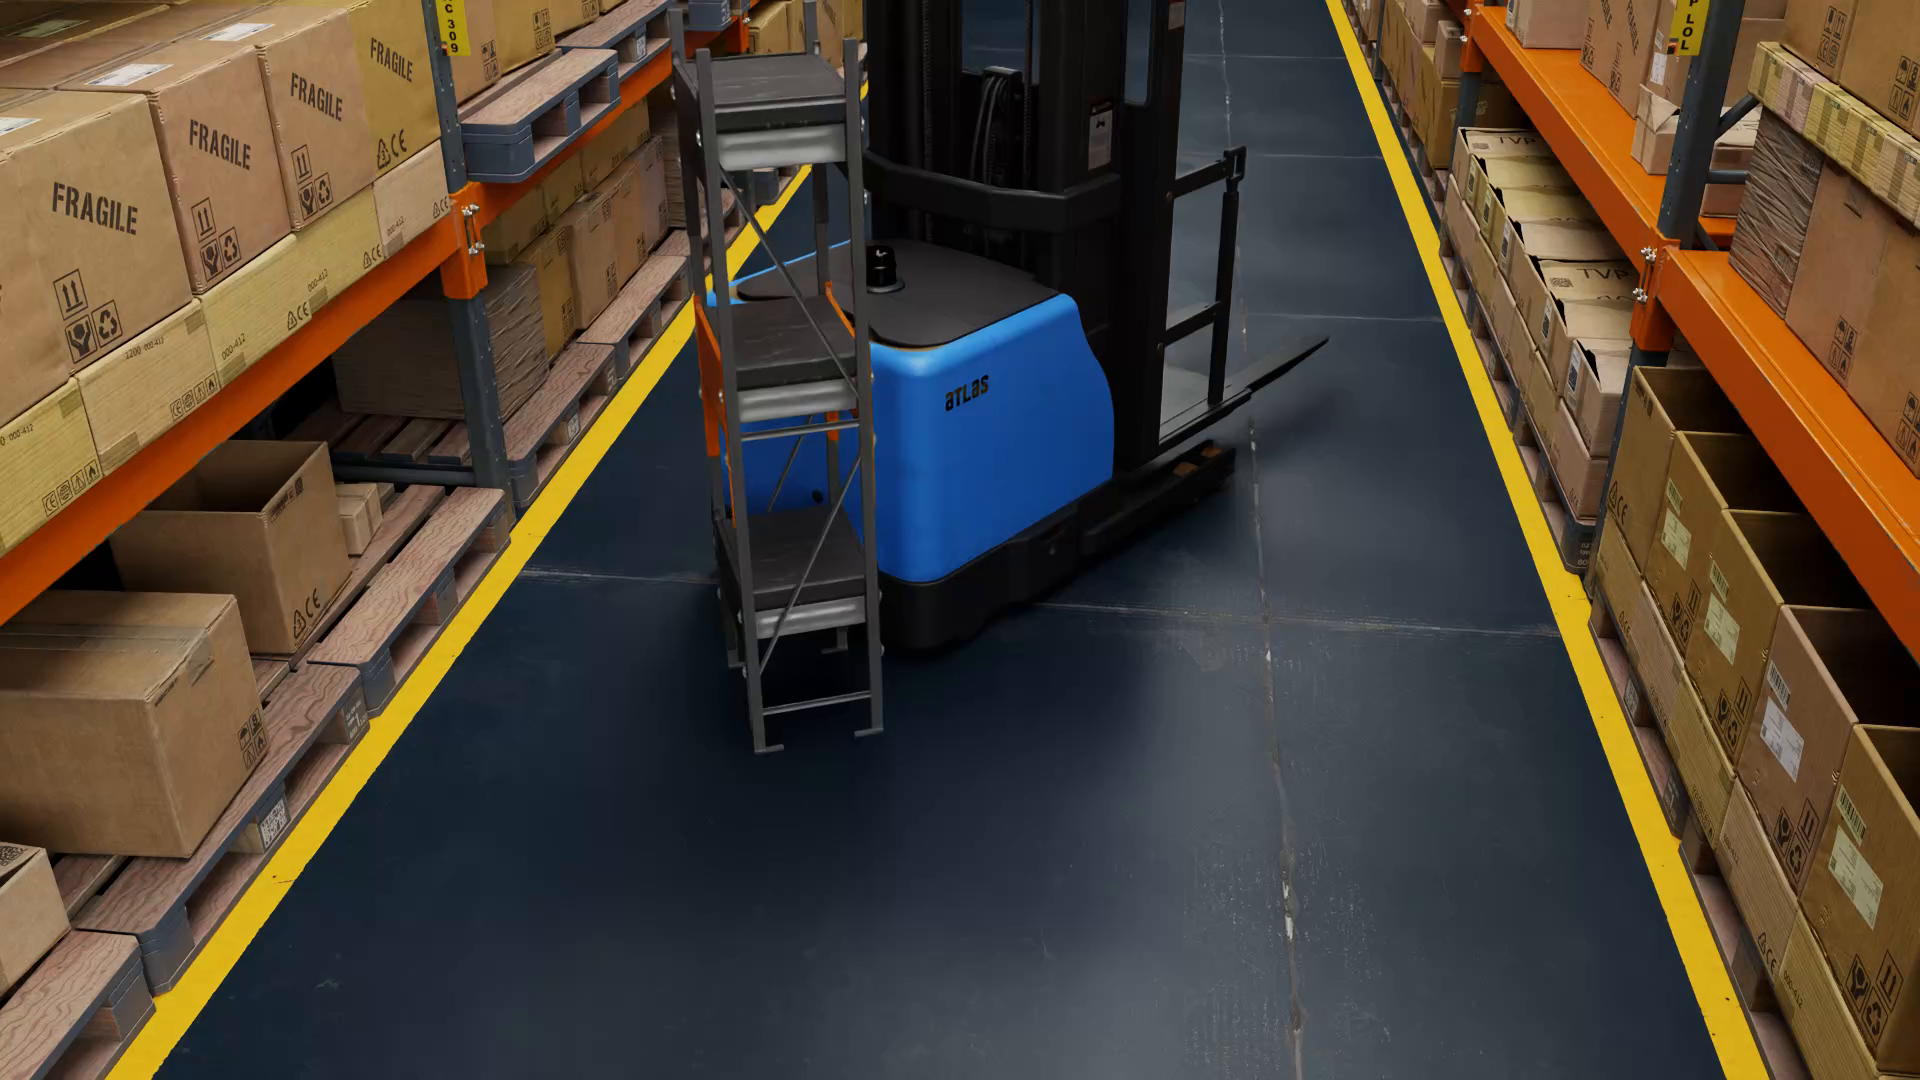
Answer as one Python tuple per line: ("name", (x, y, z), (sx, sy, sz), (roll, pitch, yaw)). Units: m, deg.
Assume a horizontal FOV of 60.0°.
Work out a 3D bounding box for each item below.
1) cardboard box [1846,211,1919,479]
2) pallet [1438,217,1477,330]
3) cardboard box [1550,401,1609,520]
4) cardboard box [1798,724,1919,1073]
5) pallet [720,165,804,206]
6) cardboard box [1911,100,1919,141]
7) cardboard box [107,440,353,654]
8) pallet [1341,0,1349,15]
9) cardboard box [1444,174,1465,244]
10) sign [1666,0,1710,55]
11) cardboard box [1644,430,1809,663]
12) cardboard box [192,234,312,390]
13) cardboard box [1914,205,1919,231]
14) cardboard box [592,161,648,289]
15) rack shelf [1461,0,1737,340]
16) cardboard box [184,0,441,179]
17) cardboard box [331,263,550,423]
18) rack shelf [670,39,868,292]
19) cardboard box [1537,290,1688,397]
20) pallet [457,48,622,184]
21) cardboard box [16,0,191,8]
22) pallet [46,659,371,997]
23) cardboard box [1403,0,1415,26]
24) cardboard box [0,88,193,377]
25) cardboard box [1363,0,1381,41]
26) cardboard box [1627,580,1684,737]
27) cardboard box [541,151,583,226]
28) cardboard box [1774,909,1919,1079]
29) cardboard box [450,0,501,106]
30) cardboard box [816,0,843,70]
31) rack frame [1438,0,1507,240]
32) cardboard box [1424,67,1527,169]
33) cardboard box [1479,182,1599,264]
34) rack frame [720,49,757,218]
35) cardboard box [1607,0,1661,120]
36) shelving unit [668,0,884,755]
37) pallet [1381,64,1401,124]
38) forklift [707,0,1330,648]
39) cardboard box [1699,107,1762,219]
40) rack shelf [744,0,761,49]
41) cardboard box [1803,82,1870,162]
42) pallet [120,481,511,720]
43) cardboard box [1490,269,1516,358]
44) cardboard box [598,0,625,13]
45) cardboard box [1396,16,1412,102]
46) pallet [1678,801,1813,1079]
("cardboard box", (2.544, -0.451, 3.818), (0.700, 0.500, 0.500), (4, 29, 7))
("pallet", (3.066, -1.370, 8.571), (1.003, 0.211, 1.213), (3, 28, 6))
("cardboard box", (2.479, -0.287, 6.076), (0.500, 0.250, 0.500), (3, 28, 6))
("cardboard box", (2.104, 0.737, 3.386), (0.500, 0.500, 0.500), (3, 28, 6))
("pallet", (-1.540, -2.408, 10.498), (1.003, 0.211, 1.213), (3, 28, 6))
("cardboard box", (2.545, -1.033, 3.531), (0.700, 0.500, 0.500), (3, 28, 6))
("cardboard box", (-2.289, 0.011, 5.238), (0.500, 0.500, 0.500), (1, 28, 2))
("pallet", (4.080, -5.110, 15.513), (1.003, 0.211, 1.213), (3, 28, 6))
("cardboard box", (2.850, -1.728, 8.751), (0.500, 0.250, 0.500), (3, 28, 6))
("sign", (2.176, -1.602, 4.924), (0.100, 0.325, 0.005), (3, 28, 6))
("cardboard box", (2.295, 0.031, 4.695), (0.500, 0.500, 0.500), (3, 28, 6))
("cardboard box", (-2.074, -0.617, 4.370), (0.500, 0.250, 0.500), (3, 28, 6))
("cardboard box", (2.337, -0.708, 3.612), (0.380, 0.149, 0.250), (3, 28, 5))
("cardboard box", (-1.959, -1.549, 8.135), (0.700, 0.500, 0.500), (3, 28, 6))
("rack shelf", (2.961, -1.725, 7.048), (1.077, 0.370, 4.000), (3, 28, 6))
("cardboard box", (-1.952, -1.419, 5.067), (0.500, 0.500, 0.500), (3, 28, 6))
("cardboard box", (-2.127, -0.827, 6.794), (0.700, 0.500, 0.500), (4, 29, 8))
("rack shelf", (-0.514, -1.011, 4.455), (0.431, 0.518, 0.480), (-9, 30, -14))
("cardboard box", (2.538, -0.774, 6.389), (0.500, 0.311, 0.500), (4, 29, 8))
("pallet", (-1.963, -1.653, 6.359), (1.003, 0.211, 1.213), (3, 28, 6))
("cardboard box", (-2.466, -1.450, 5.126), (0.500, 0.500, 0.500), (3, 28, 5))
("pallet", (-2.395, 0.735, 4.663), (1.003, 0.211, 1.213), (3, 28, 6))
("cardboard box", (3.272, -3.605, 11.160), (0.500, 0.250, 0.500), (3, 29, 6))
("cardboard box", (-2.143, -0.702, 3.737), (0.500, 0.500, 0.500), (4, 29, 8))
("cardboard box", (3.484, -4.244, 13.137), (0.500, 0.500, 0.500), (3, 28, 6))
("cardboard box", (2.292, 0.361, 4.874), (0.500, 0.250, 0.500), (3, 28, 6))
("cardboard box", (-2.017, -1.610, 7.457), (0.500, 0.250, 0.500), (3, 28, 5))
("cardboard box", (2.107, 1.067, 3.563), (0.500, 0.250, 0.500), (3, 28, 6))
("cardboard box", (-2.105, -1.862, 5.974), (0.700, 0.500, 0.500), (3, 29, 6))
("cardboard box", (-1.277, -3.659, 11.702), (0.750, 0.750, 0.750), (4, 29, 8))
("rack frame", (3.206, -2.983, 8.625), (1.000, 3.000, 0.127), (3, 28, 6))
("cardboard box", (3.087, -2.530, 9.956), (0.500, 0.500, 0.500), (4, 29, 8))
("cardboard box", (2.729, -1.487, 7.713), (0.500, 0.311, 0.500), (3, 28, 5))
("rack frame", (-1.711, -3.269, 9.156), (1.000, 3.000, 0.127), (3, 28, 6))
("cardboard box", (2.952, -1.989, 6.673), (0.500, 0.500, 0.500), (3, 28, 6))
("shelving unit", (-0.508, -0.412, 4.789), (0.431, 2.100, 0.503), (-9, 30, -14))
("pallet", (3.634, -3.253, 12.066), (1.003, 0.211, 1.213), (3, 28, 6))
("forklift", (0.446, -1.563, 6.060), (1.130, 2.935, 3.031), (21, 35, 34))
("cardboard box", (2.733, -1.269, 5.600), (0.500, 0.250, 0.500), (5, 29, 9))
("rack shelf", (-1.466, -3.894, 11.074), (1.077, 0.370, 4.000), (3, 28, 6))
("cardboard box", (2.430, -1.075, 4.293), (0.380, 0.149, 0.250), (3, 28, 5))
("pallet", (-2.248, 0.159, 5.732), (1.003, 0.211, 1.213), (3, 28, 6))
("cardboard box", (2.669, -1.005, 7.409), (0.500, 0.250, 0.500), (4, 29, 7))
("cardboard box", (-1.889, -2.697, 7.525), (0.700, 0.500, 0.500), (3, 28, 6))
("cardboard box", (3.272, -3.259, 11.309), (0.500, 0.500, 0.500), (4, 29, 7))
("pallet", (2.430, 1.075, 4.032), (1.003, 0.211, 1.213), (3, 28, 6))
